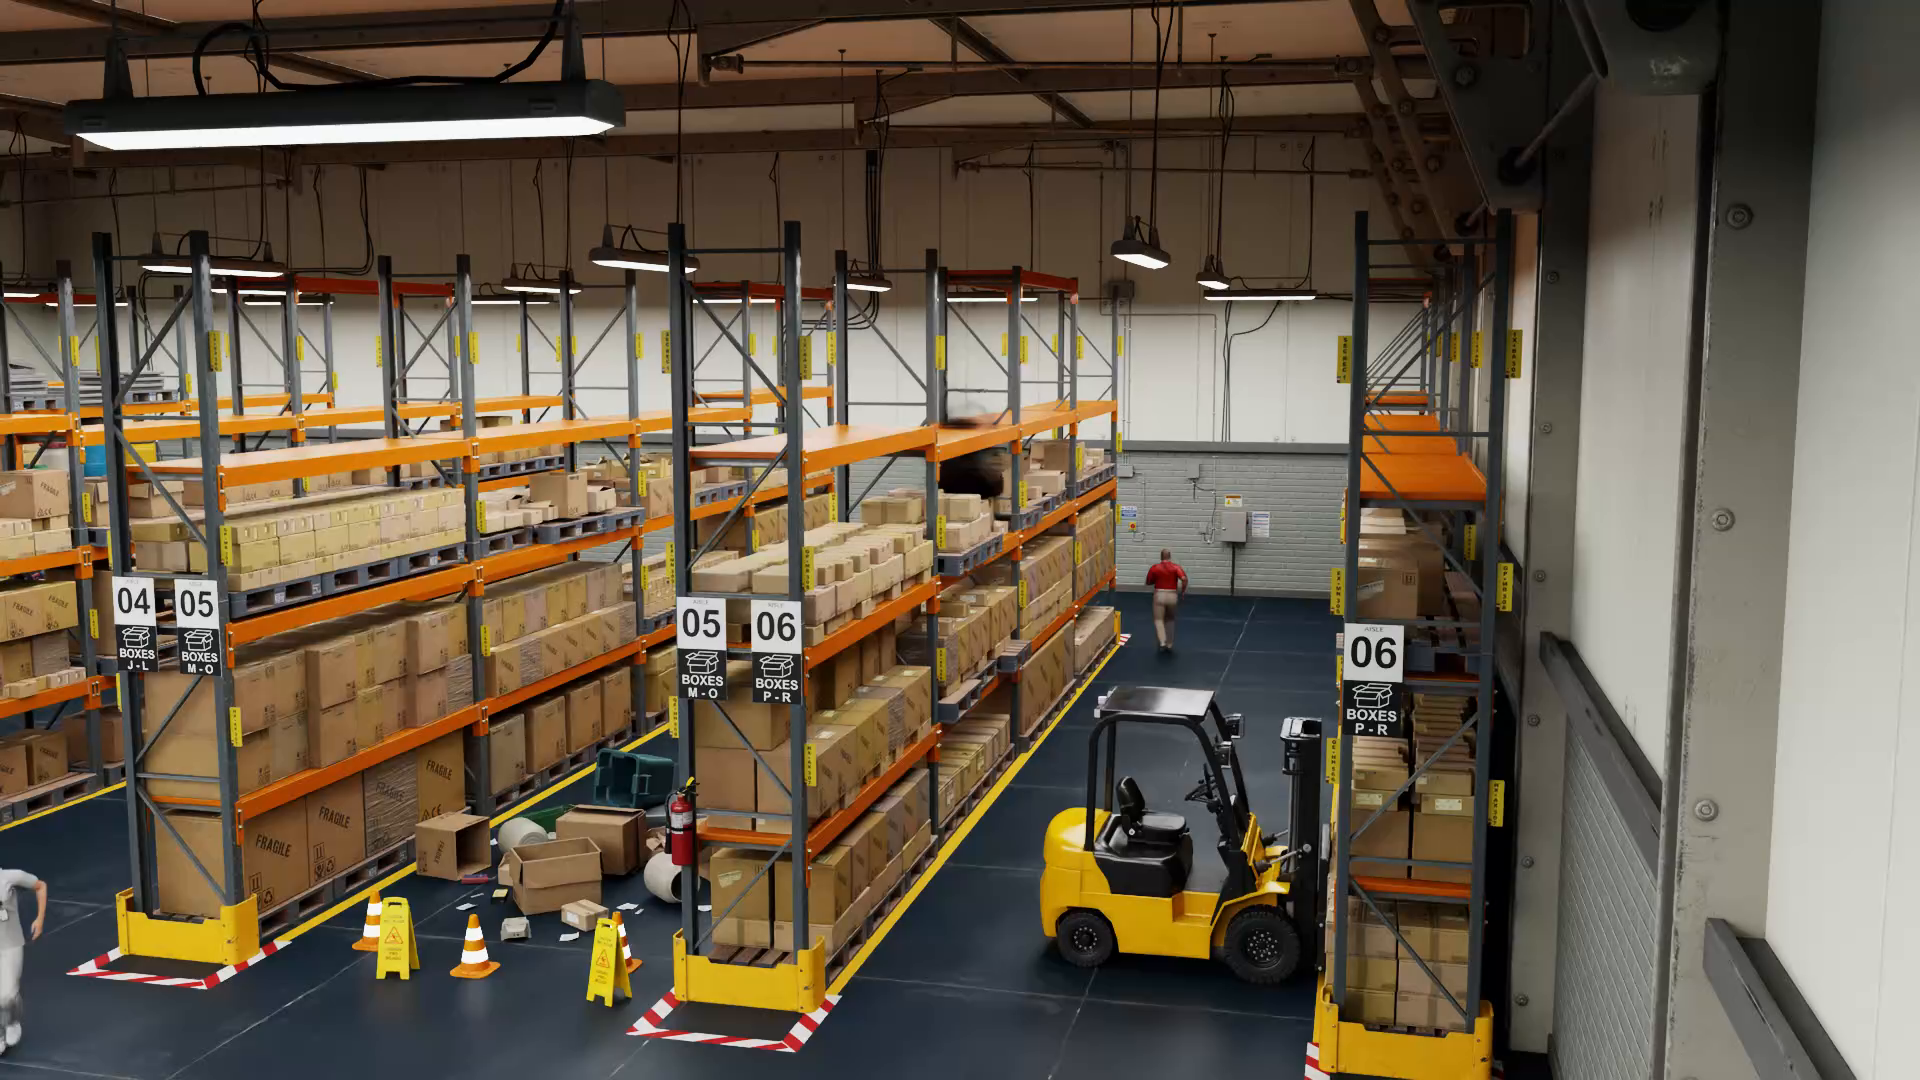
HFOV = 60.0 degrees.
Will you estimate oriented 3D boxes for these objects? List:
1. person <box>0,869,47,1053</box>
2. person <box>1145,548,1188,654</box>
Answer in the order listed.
[{"bbox_3d":[-6.838,2.918,11.831,0.585,1.622,0.734,-2,7,-18],"label":"person"},{"bbox_3d":[3.341,0.995,27.052,0.657,1.732,0.973,0,7,-1],"label":"person"}]
